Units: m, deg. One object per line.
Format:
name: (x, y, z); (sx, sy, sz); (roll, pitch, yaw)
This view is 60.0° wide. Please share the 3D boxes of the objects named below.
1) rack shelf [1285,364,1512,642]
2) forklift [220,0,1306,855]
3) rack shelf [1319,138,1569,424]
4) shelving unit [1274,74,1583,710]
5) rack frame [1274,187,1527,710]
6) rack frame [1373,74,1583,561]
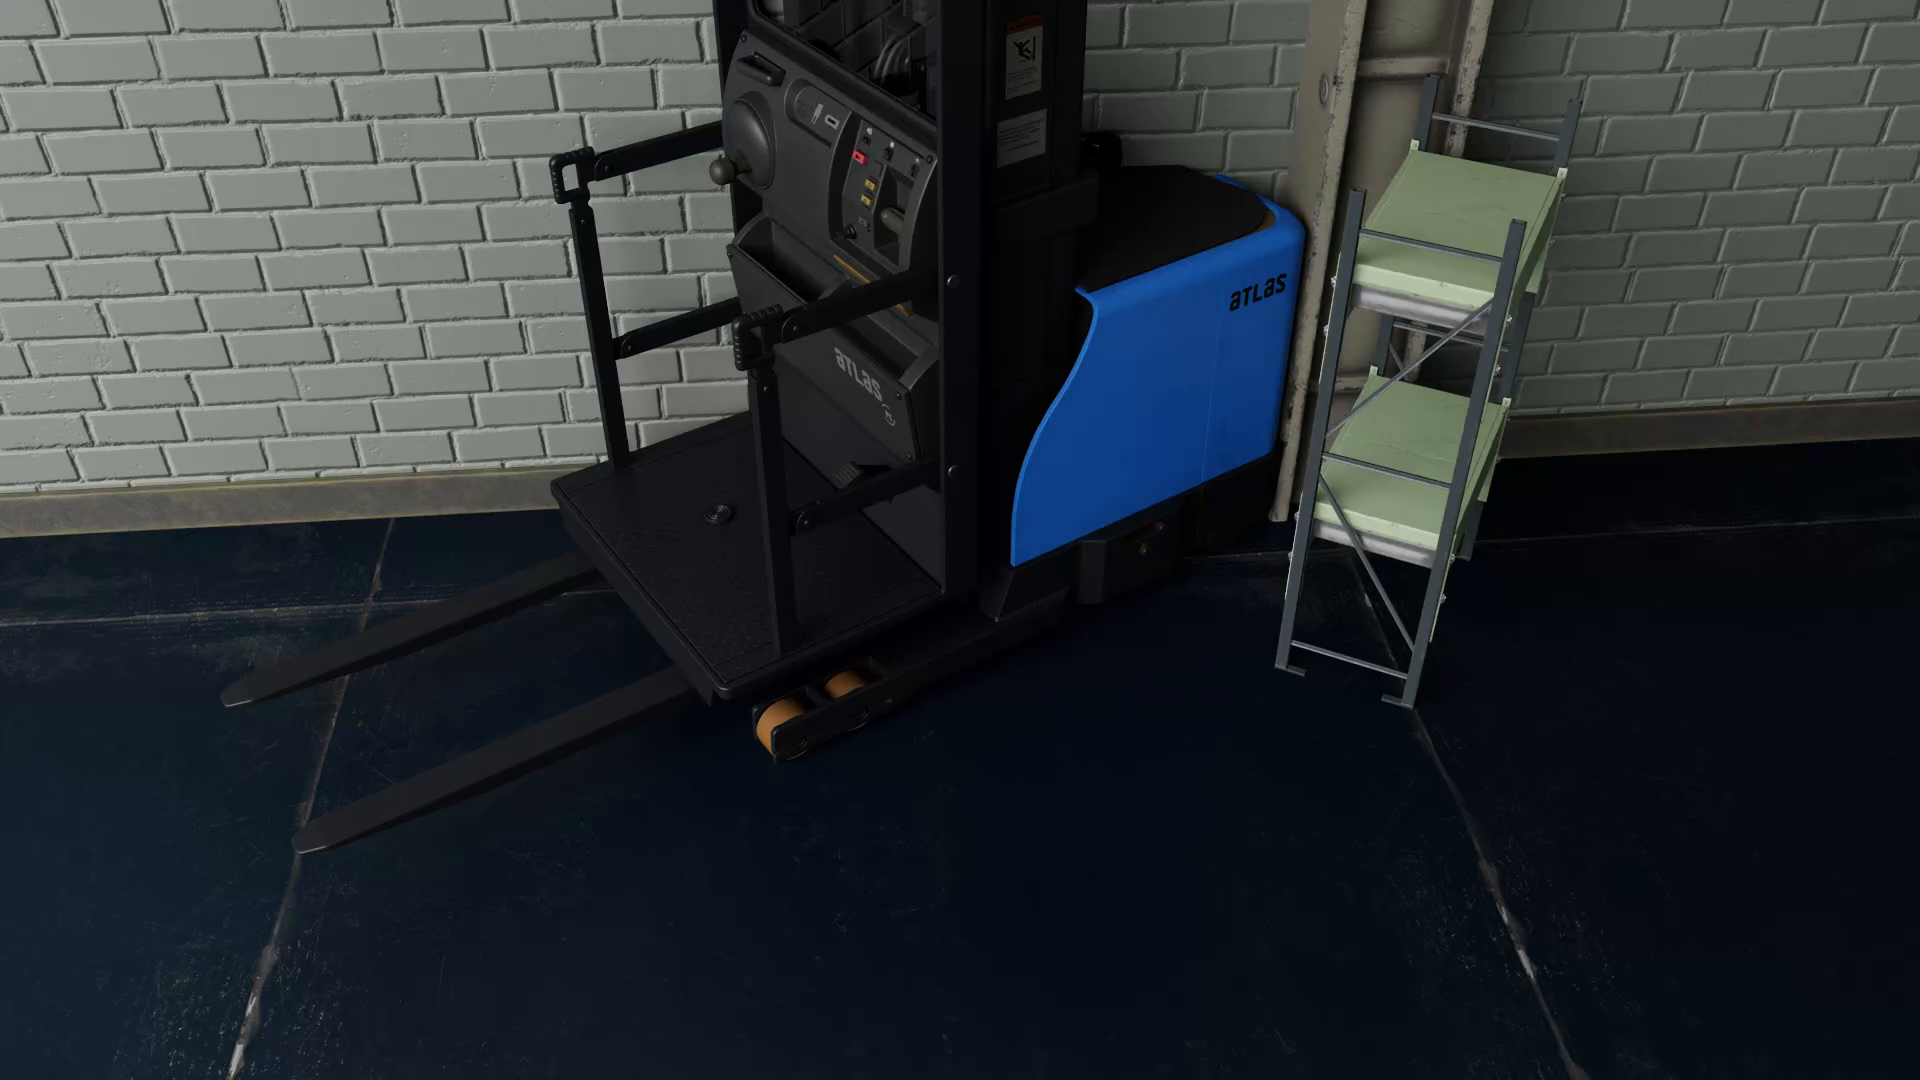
rack shelf: (1.249, -0.122, 4.720); (0.431, 0.370, 0.720); (17, 41, 20)
forklift: (-0.513, -0.932, 4.065); (3.031, 2.935, 1.130); (-23, 44, -26)
rack shelf: (1.249, -0.685, 4.277); (0.431, 0.370, 0.720); (17, 41, 20)
shelving unit: (1.249, -0.378, 4.519); (0.431, 1.500, 0.755); (17, 41, 20)
rack frame: (1.090, -0.174, 4.260); (0.400, 1.500, 0.023); (17, 41, 20)
rack frame: (1.409, -0.582, 4.777); (0.400, 1.500, 0.023); (17, 41, 20)
